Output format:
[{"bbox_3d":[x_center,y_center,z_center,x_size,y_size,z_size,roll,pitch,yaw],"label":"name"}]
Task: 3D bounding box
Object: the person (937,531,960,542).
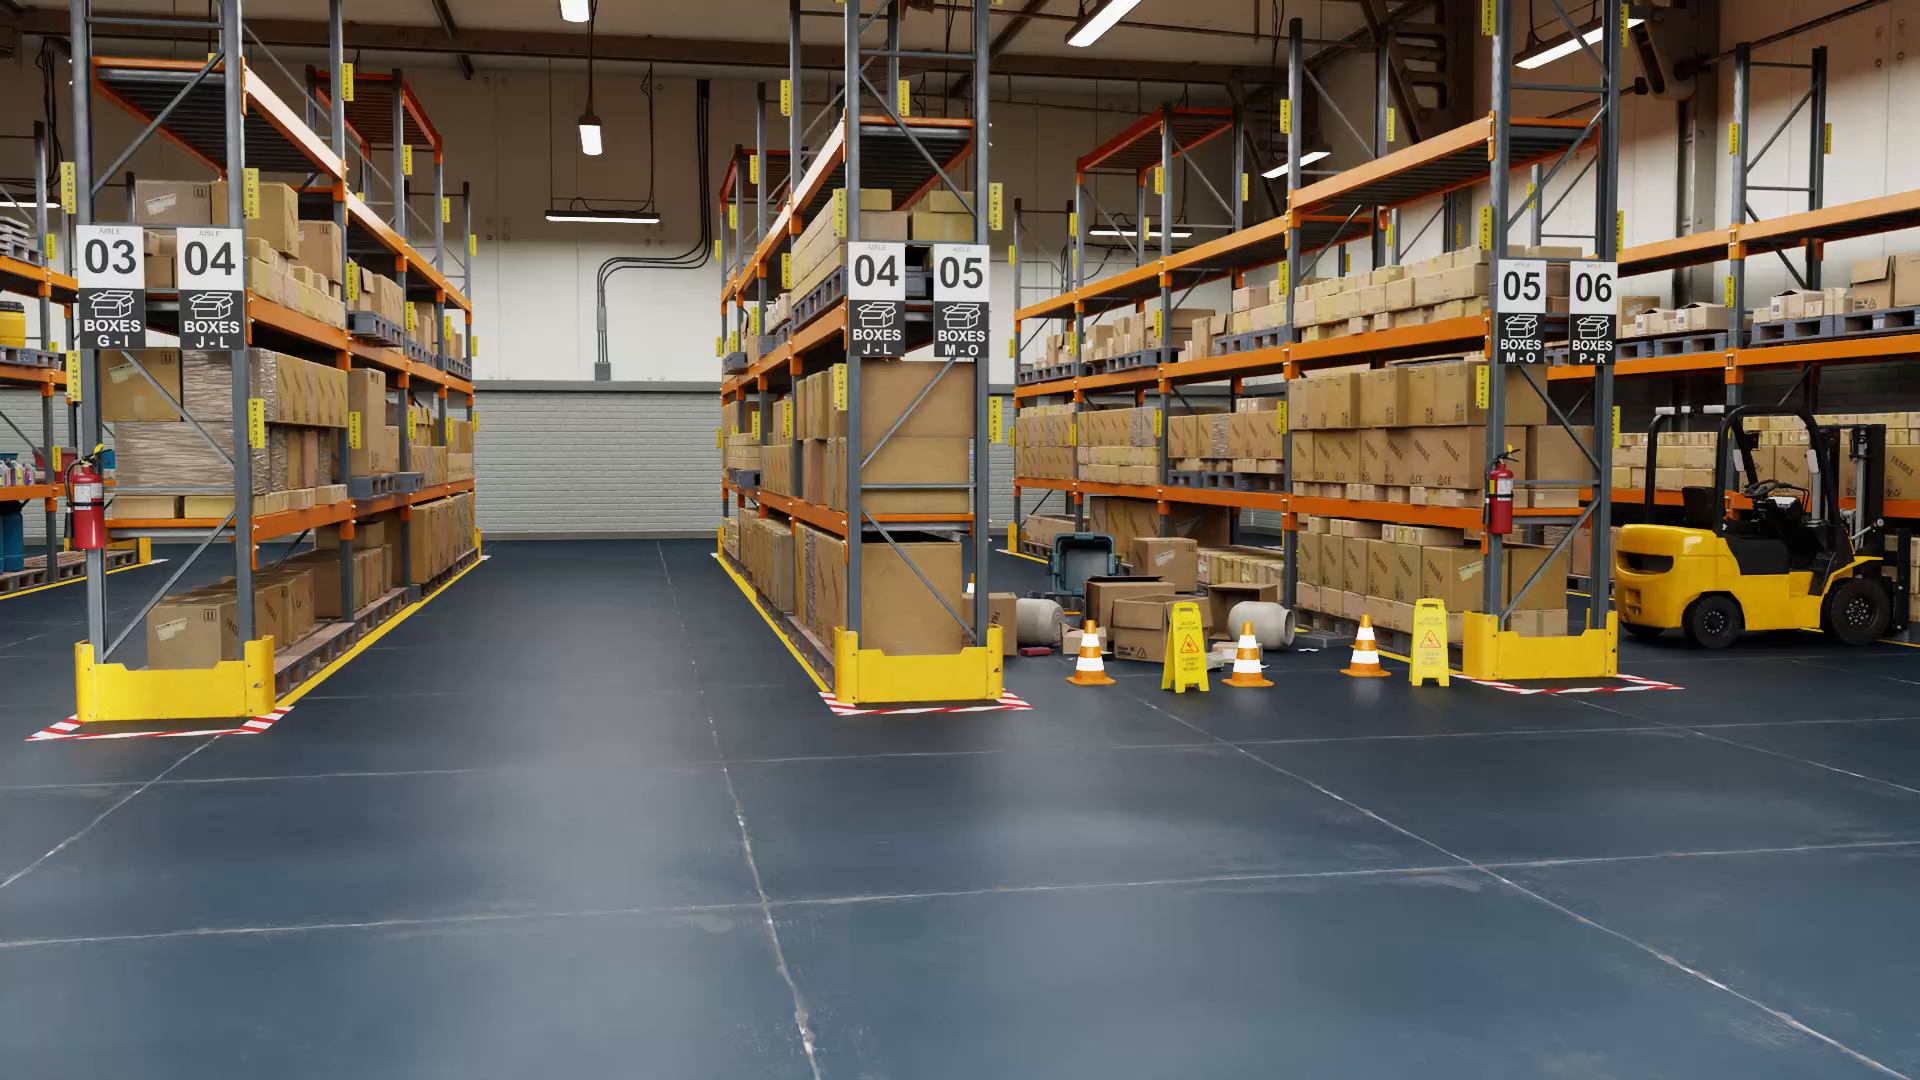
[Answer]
[{"bbox_3d":[-0.187,-0.349,23.696,0.478,1.761,0.601,0,3,0],"label":"person"}]
